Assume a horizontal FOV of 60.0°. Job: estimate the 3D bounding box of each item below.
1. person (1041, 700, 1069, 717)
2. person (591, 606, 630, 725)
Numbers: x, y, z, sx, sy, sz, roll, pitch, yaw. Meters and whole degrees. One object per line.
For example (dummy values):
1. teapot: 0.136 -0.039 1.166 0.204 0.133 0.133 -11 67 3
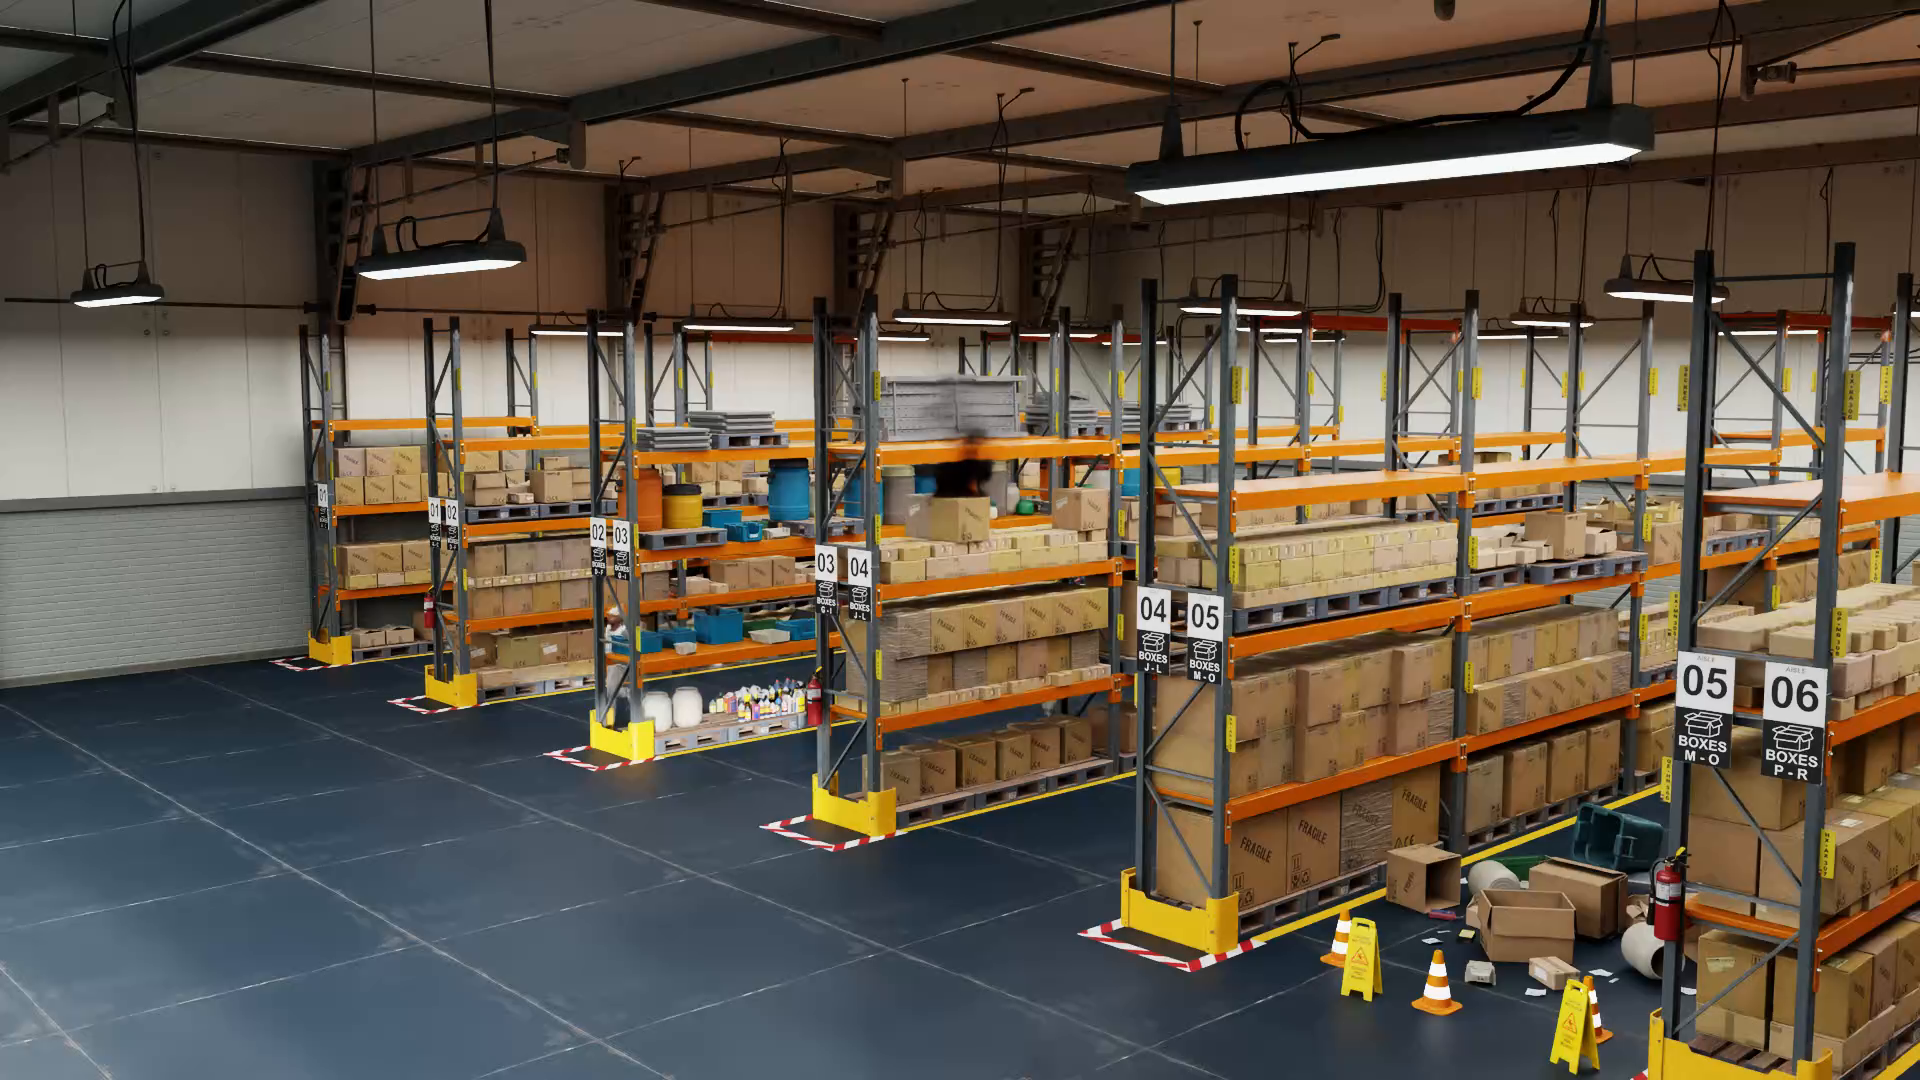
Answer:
1. person: 1.359 1.954 23.324 0.700 1.739 0.801 4 7 37
2. person: -5.014 1.846 24.387 0.680 1.760 0.820 5 8 43
